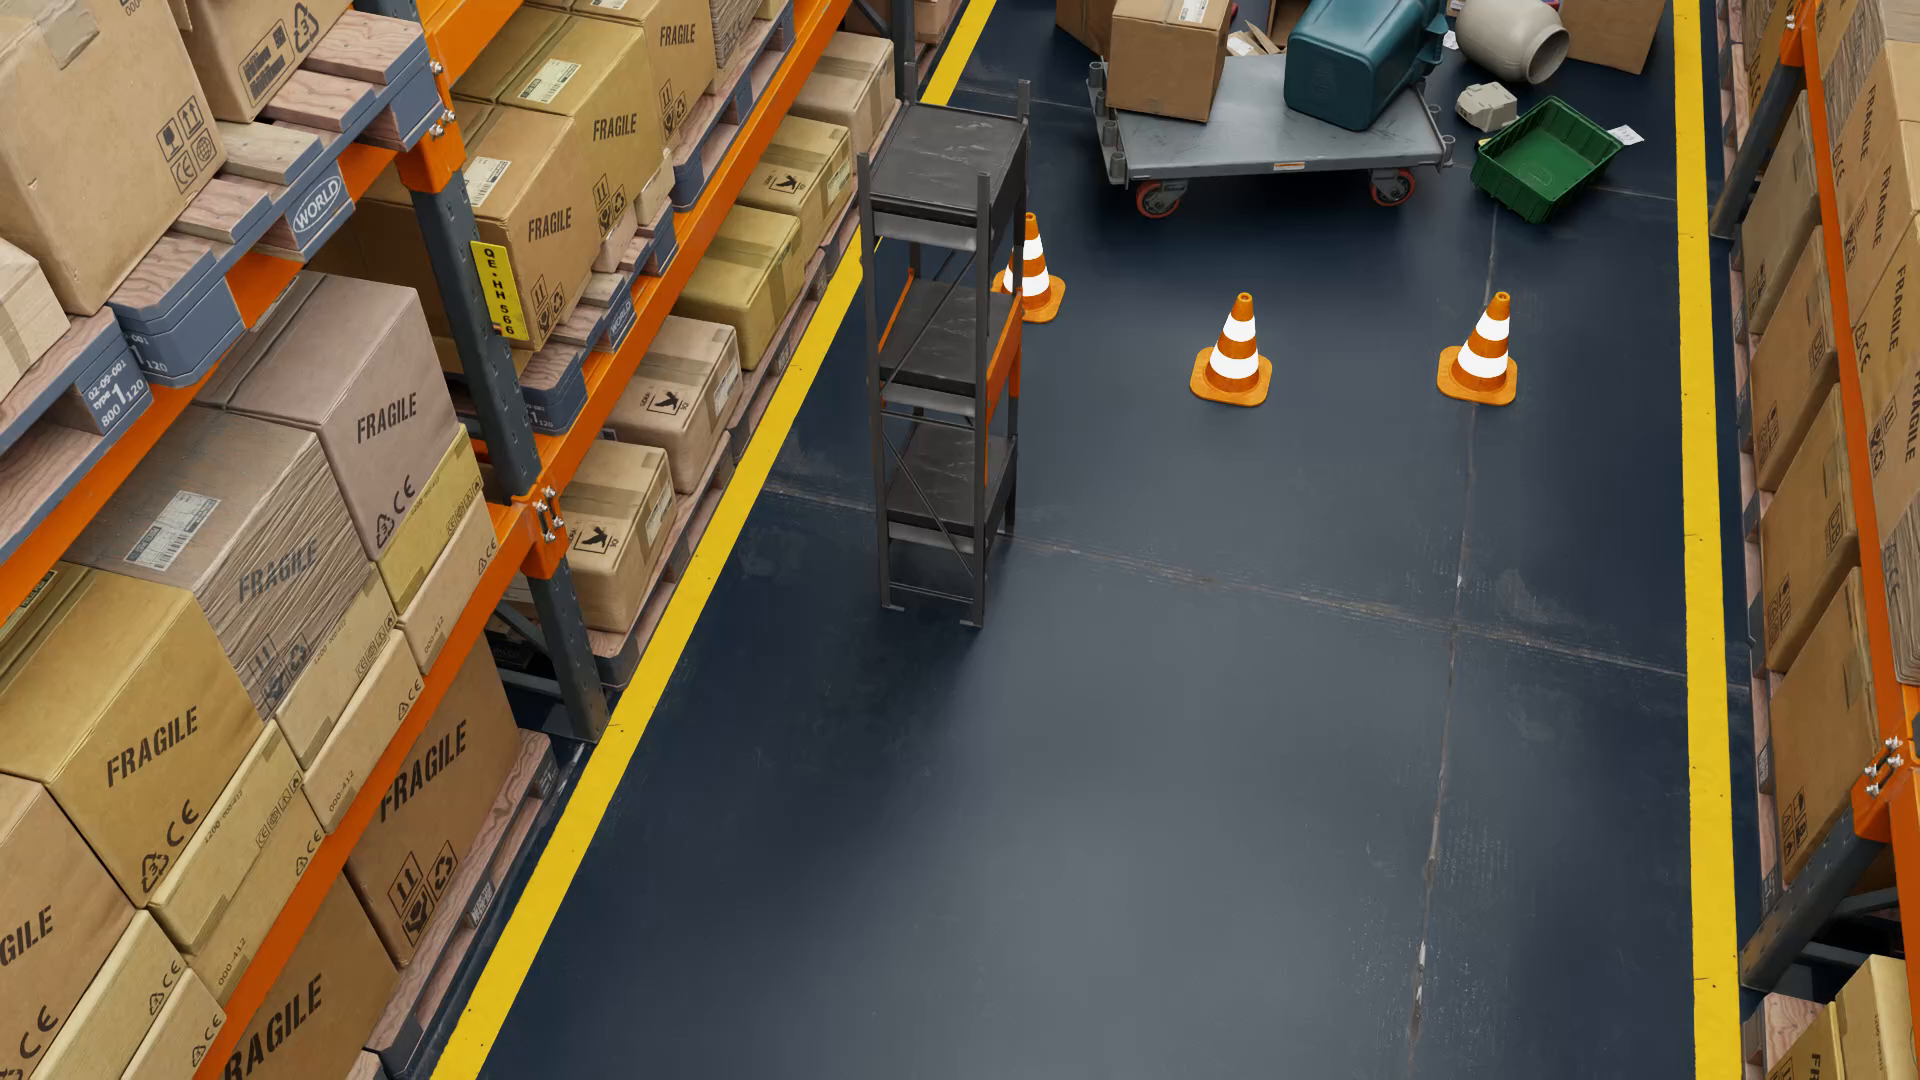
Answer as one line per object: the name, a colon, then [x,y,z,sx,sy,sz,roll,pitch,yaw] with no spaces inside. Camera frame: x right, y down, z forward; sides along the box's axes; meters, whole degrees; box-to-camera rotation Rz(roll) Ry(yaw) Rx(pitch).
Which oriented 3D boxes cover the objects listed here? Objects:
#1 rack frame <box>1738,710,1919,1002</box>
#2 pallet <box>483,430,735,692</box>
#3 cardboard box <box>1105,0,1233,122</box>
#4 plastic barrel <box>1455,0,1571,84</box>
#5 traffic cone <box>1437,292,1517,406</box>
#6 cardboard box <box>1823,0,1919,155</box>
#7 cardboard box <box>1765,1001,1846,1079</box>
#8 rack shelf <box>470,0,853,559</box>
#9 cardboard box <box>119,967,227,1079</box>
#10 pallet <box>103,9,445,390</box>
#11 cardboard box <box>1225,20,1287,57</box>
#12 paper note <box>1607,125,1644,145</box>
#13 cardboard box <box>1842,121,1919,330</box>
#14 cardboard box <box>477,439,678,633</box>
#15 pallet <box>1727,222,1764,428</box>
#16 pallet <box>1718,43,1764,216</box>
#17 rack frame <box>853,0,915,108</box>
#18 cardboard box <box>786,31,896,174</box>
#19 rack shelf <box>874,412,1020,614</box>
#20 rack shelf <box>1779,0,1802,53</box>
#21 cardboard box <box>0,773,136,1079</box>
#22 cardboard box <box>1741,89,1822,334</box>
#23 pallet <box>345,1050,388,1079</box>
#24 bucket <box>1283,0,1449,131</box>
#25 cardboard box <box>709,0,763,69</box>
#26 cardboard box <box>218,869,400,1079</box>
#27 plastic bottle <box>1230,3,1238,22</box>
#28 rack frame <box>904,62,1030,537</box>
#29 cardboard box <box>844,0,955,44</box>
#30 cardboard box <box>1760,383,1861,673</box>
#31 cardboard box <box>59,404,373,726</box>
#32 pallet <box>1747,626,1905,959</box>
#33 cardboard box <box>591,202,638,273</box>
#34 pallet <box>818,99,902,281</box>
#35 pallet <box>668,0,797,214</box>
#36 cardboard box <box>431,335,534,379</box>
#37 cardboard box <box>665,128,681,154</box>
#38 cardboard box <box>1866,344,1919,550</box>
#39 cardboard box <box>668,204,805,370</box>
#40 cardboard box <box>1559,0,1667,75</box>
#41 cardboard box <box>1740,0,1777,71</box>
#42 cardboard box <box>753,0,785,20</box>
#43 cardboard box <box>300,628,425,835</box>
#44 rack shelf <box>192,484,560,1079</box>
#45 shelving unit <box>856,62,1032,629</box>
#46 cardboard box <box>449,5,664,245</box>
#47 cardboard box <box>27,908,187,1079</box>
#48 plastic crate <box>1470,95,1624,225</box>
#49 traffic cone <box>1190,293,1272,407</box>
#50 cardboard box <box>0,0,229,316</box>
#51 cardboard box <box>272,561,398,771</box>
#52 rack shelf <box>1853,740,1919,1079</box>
rack frame: [3.026,0.511,4.217,1.000,3.000,0.127,12,50,10]
pallet: [-1.569,-0.035,6.559,1.003,0.211,1.213,12,50,10]
cardboard box: [1.002,-2.380,7.930,0.500,0.500,0.500,12,50,10]
plastic barrel: [2.897,-2.653,8.728,0.421,0.421,0.512,-27,54,-22]
traffic cone: [2.269,-0.870,7.128,0.336,0.463,0.334,12,50,10]
cardboard box: [3.548,-1.722,6.122,0.500,0.500,0.500,12,50,10]
cardboard box: [2.594,1.661,4.589,0.500,0.500,0.500,10,49,8]
rack shelf: [-1.250,-1.601,6.561,1.077,0.370,4.000,12,50,10]
cardboard box: [-2.033,1.182,3.725,0.500,0.250,0.500,11,49,9]
pallet: [-1.895,-0.846,3.540,1.213,0.211,1.003,14,50,12]
cardboard box: [1.562,-2.547,8.739,0.258,0.266,0.396,-19,51,-16]
paper note: [3.382,-2.065,8.470,0.147,0.020,0.142,-19,51,-16]
cardboard box: [3.280,-0.994,5.479,0.500,0.500,0.500,12,50,11]
cardboard box: [-1.618,-0.068,6.201,0.950,0.372,0.625,9,49,7]
pallet: [3.948,-0.886,7.310,1.003,0.211,1.213,12,50,10]
pallet: [4.354,-1.994,8.288,1.003,0.211,1.213,12,50,10]
rack frame: [-0.723,-3.286,7.568,1.000,3.000,0.127,12,50,10]
cardboard box: [-0.859,-2.175,8.061,0.950,0.372,0.625,12,50,11]
rack shelf: [-0.044,-0.103,6.311,0.431,0.518,0.480,12,50,10]
rack shelf: [4.605,-3.591,8.317,1.077,0.370,4.000,12,50,10]
cardboard box: [-2.064,0.765,3.260,0.500,0.500,0.500,11,49,9]
cardboard box: [4.002,-1.310,7.045,1.050,0.750,0.750,11,50,10]
pallet: [-2.380,1.965,4.793,1.003,0.211,1.213,12,50,10]
bucket: [1.890,-2.355,7.916,0.726,0.611,0.620,28,64,22]
cardboard box: [-1.032,-2.067,5.947,0.500,0.500,0.500,10,49,9]
cardboard box: [-2.277,1.299,4.659,0.875,0.875,0.875,12,50,10]
plastic bottle: [1.425,-2.877,9.167,0.133,0.061,0.283,19,51,16]
rack frame: [0.021,-0.752,5.932,0.400,2.100,0.015,12,50,10]
cardboard box: [-0.308,-2.888,8.771,0.500,0.250,0.500,10,49,8]
cardboard box: [3.500,0.061,5.835,1.050,0.750,0.750,12,50,11]
cardboard box: [-1.787,0.042,3.898,0.500,0.500,0.500,12,50,11]
pallet: [3.306,0.879,5.753,1.003,0.211,1.213,12,50,10]
cardboard box: [-1.288,-1.033,5.468,0.380,0.149,0.250,9,49,8]
pallet: [-0.927,-1.799,8.116,1.003,0.211,1.213,12,50,10]
pallet: [-1.295,-1.769,6.357,1.003,0.211,1.213,12,50,10]
cardboard box: [-1.511,-0.647,5.126,0.380,0.149,0.250,9,49,8]
cardboard box: [-1.208,-1.418,5.807,0.380,0.149,0.250,14,50,12]
cardboard box: [3.018,-0.261,4.832,0.500,0.500,0.500,12,50,10]
cardboard box: [-1.226,-1.151,7.157,0.950,0.372,0.625,13,50,11]
cardboard box: [3.497,-2.881,8.876,0.500,0.500,0.500,19,51,16]
cardboard box: [4.545,-2.912,8.375,0.875,0.875,0.875,12,50,10]
cardboard box: [-0.875,-2.180,6.479,0.380,0.149,0.250,12,50,10]
cardboard box: [-1.778,0.447,4.374,0.500,0.250,0.500,12,50,11]
rack shelf: [-2.303,1.292,4.007,1.077,0.370,4.000,12,50,10]
shelving unit: [-0.044,-0.575,5.776,0.431,2.100,0.503,12,50,10]
cardboard box: [-1.304,-1.321,5.289,0.500,0.500,0.500,14,50,12]
cardboard box: [-2.041,1.014,3.540,0.500,0.250,0.500,10,49,9]
plastic crate: [2.861,-1.855,8.142,0.662,0.188,0.450,-37,68,-28]
traffic cone: [1.189,-0.866,7.124,0.336,0.463,0.334,12,50,10]
cardboard box: [-1.854,-0.803,3.030,0.700,0.500,0.500,9,49,8]
cardboard box: [-1.790,0.264,4.202,0.500,0.250,0.500,10,49,9]
rack shelf: [2.499,2.196,3.210,1.077,0.370,4.000,12,50,10]
